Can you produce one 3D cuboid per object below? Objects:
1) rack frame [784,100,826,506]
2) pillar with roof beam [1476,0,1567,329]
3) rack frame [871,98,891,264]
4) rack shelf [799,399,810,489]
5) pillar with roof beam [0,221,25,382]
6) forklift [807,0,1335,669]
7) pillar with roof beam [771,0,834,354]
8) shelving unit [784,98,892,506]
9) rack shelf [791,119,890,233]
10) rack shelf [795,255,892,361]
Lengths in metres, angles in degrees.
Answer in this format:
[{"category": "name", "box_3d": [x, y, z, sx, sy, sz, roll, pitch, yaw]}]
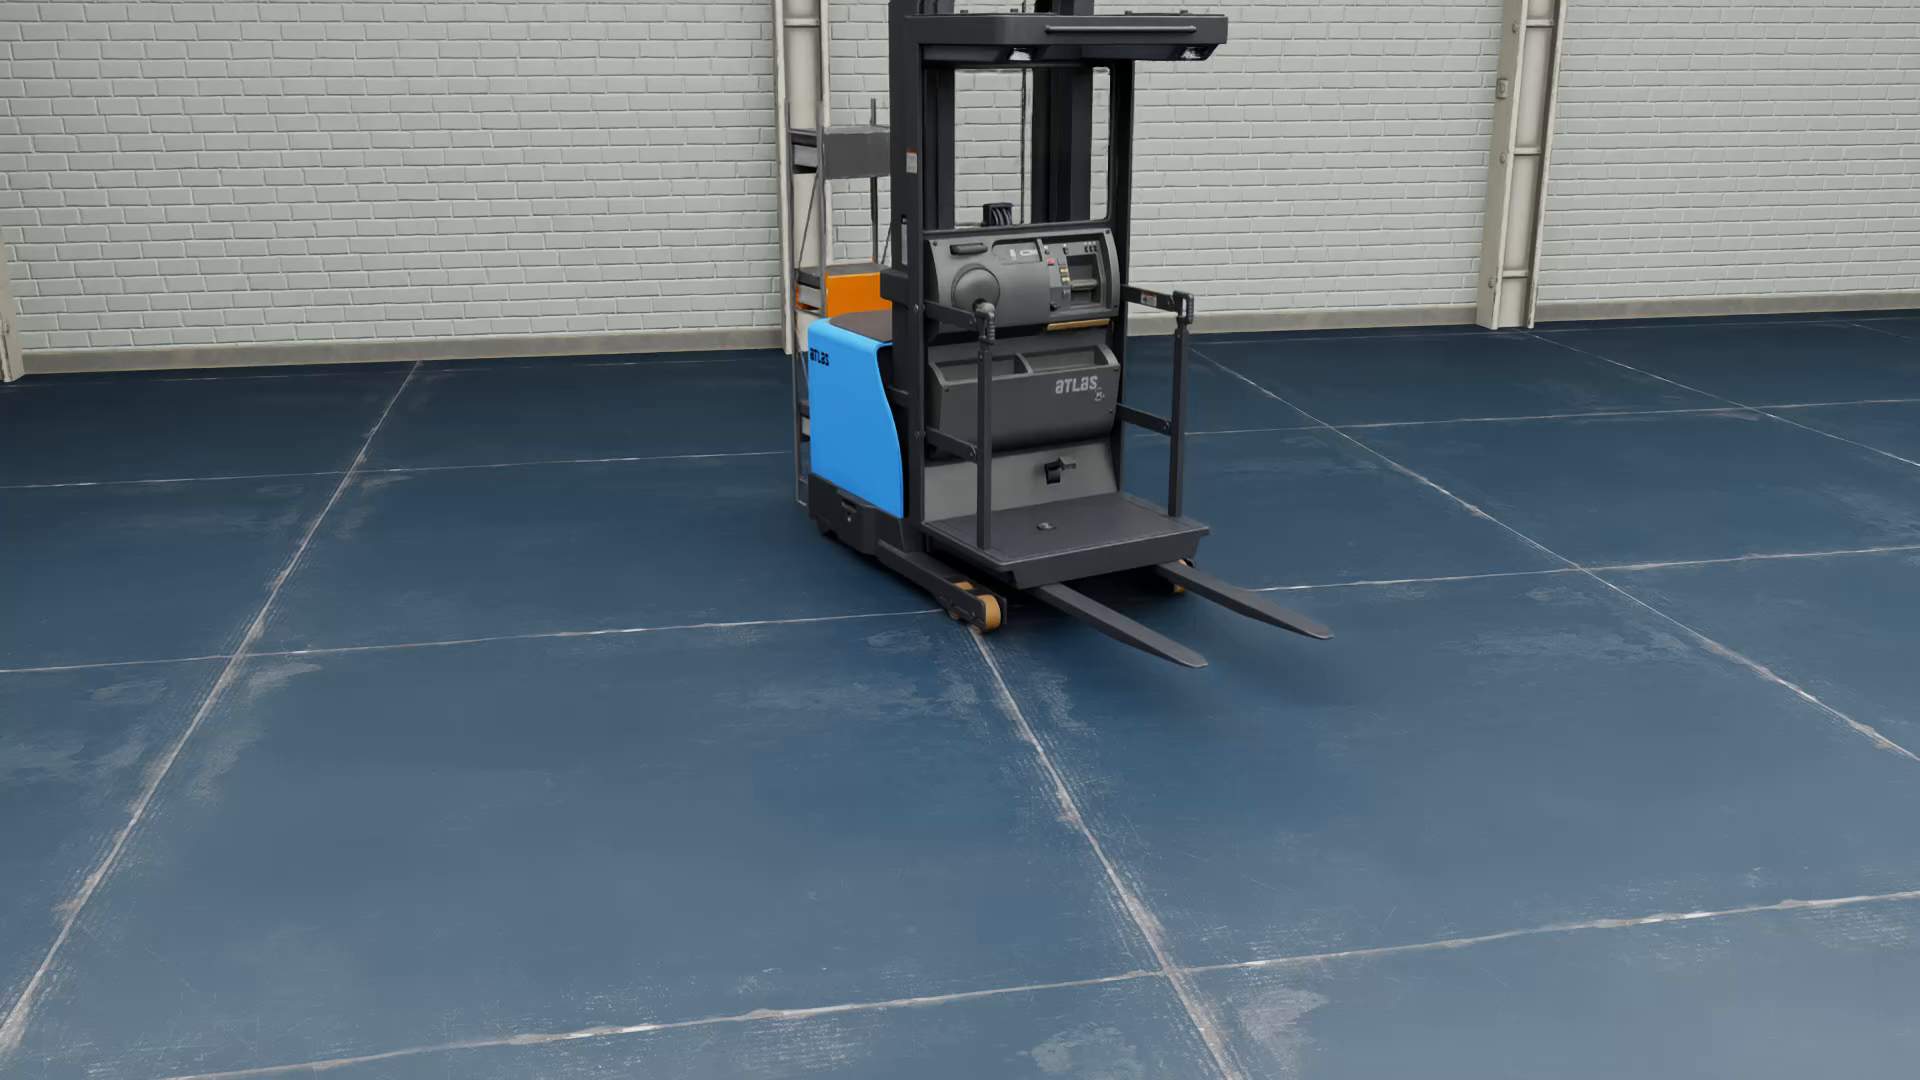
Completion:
[{"category": "rack frame", "box_3d": [-0.775, -1.157, 8.503, 0.015, 2.100, 0.400, -10, 20, -29]}, {"category": "pillar with roof beam", "box_3d": [5.505, -4.910, 8.970, 0.400, 9.000, 9.100, -3, 17, -10]}, {"category": "rack frame", "box_3d": [-0.354, -1.230, 8.740, 0.015, 2.100, 0.400, -10, 20, -29]}, {"category": "rack shelf", "box_3d": [-0.565, -0.511, 8.831, 0.480, 0.518, 0.431, -10, 20, -29]}, {"category": "pillar with roof beam", "box_3d": [-6.277, -4.241, 6.794, 0.400, 9.000, 9.100, -3, 17, -10]}, {"category": "forklift", "box_3d": [0.398, -1.159, 7.093, 1.130, 2.935, 3.031, -9, 19, -28]}, {"category": "pillar with roof beam", "box_3d": [-0.386, -4.576, 7.882, 0.400, 9.000, 9.100, -3, 17, -10]}, {"category": "shelving unit", "box_3d": [-0.565, -1.194, 8.621, 0.503, 2.100, 0.431, -10, 20, -29]}, {"category": "rack shelf", "box_3d": [-0.565, -1.850, 8.420, 0.480, 0.518, 0.431, -10, 20, -29]}, {"category": "rack shelf", "box_3d": [-0.565, -1.181, 8.625, 0.480, 0.518, 0.431, -10, 20, -29]}]
